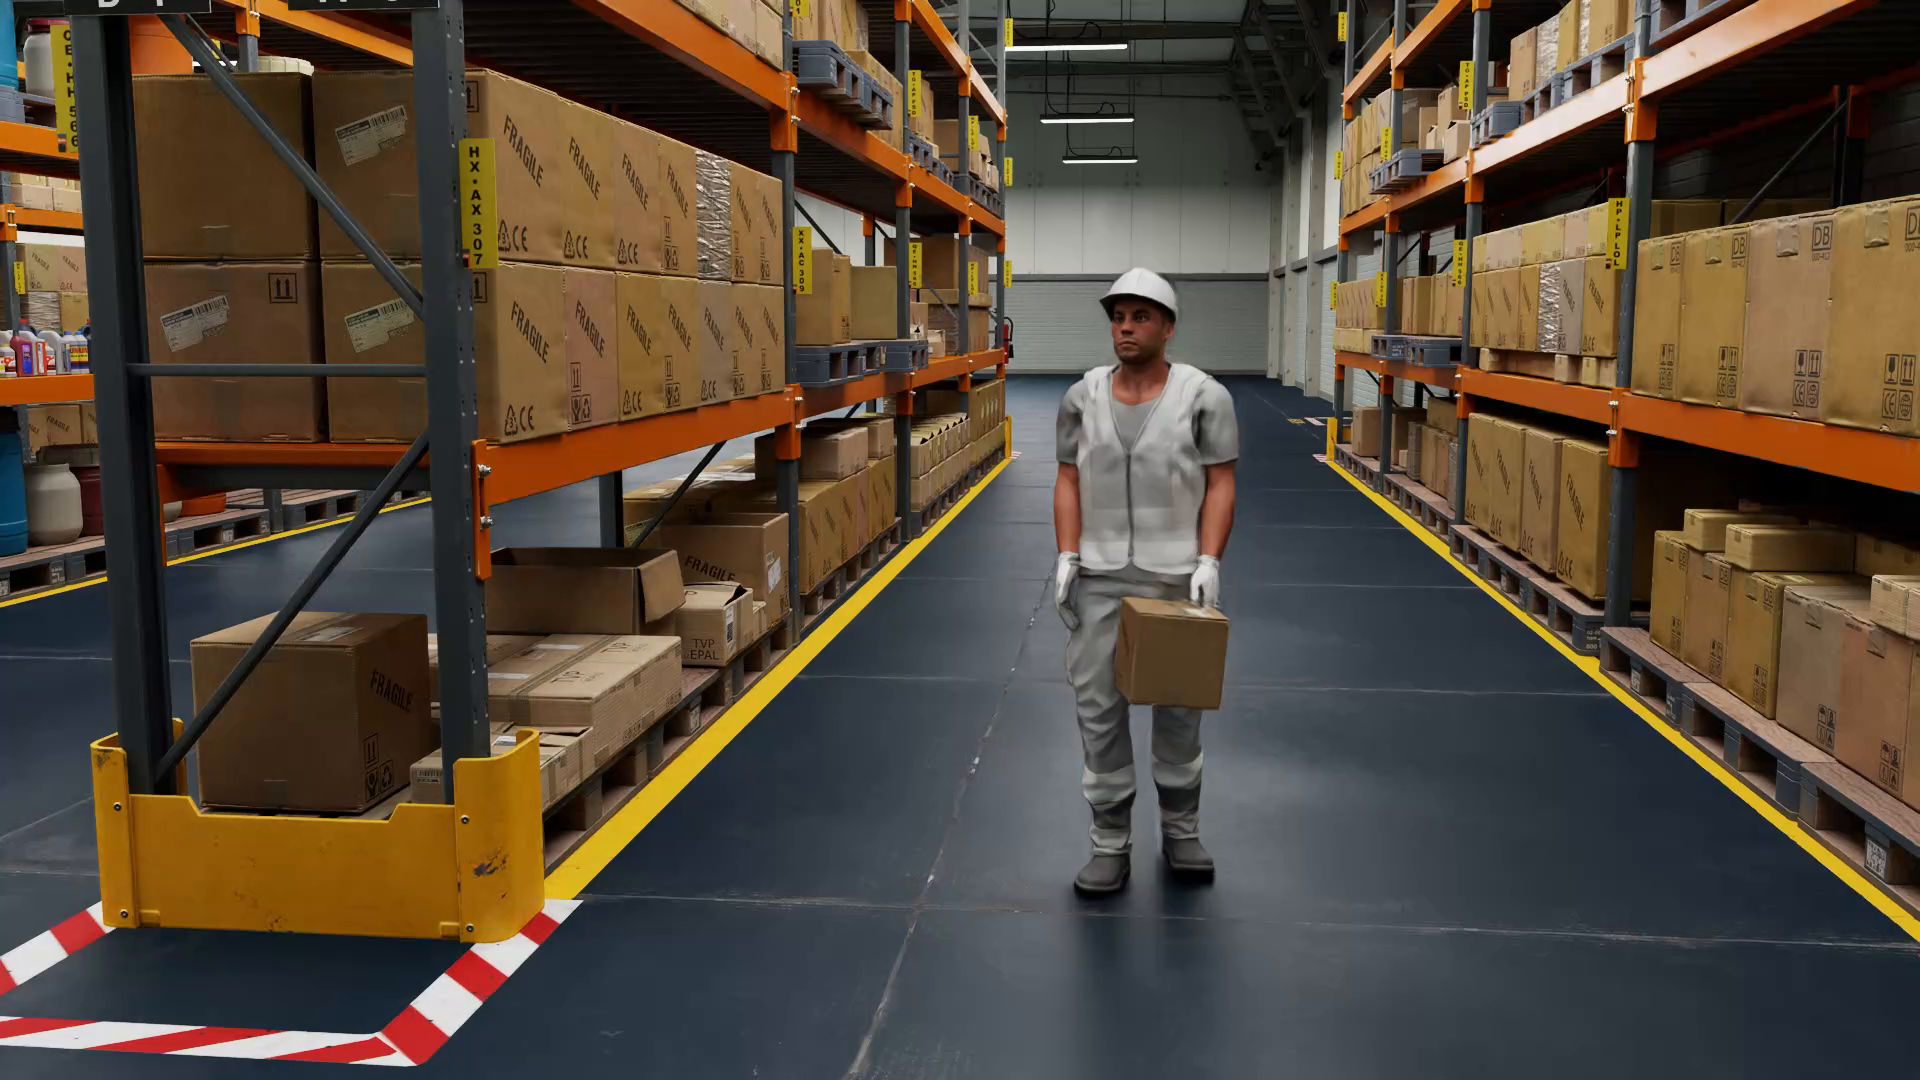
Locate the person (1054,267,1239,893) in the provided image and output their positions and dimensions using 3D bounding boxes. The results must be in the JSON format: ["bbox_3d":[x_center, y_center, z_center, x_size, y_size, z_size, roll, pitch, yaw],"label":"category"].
[{"bbox_3d":[0.533,0.114,4.829,0.536,1.788,0.506,2,8,18],"label":"person"}]
